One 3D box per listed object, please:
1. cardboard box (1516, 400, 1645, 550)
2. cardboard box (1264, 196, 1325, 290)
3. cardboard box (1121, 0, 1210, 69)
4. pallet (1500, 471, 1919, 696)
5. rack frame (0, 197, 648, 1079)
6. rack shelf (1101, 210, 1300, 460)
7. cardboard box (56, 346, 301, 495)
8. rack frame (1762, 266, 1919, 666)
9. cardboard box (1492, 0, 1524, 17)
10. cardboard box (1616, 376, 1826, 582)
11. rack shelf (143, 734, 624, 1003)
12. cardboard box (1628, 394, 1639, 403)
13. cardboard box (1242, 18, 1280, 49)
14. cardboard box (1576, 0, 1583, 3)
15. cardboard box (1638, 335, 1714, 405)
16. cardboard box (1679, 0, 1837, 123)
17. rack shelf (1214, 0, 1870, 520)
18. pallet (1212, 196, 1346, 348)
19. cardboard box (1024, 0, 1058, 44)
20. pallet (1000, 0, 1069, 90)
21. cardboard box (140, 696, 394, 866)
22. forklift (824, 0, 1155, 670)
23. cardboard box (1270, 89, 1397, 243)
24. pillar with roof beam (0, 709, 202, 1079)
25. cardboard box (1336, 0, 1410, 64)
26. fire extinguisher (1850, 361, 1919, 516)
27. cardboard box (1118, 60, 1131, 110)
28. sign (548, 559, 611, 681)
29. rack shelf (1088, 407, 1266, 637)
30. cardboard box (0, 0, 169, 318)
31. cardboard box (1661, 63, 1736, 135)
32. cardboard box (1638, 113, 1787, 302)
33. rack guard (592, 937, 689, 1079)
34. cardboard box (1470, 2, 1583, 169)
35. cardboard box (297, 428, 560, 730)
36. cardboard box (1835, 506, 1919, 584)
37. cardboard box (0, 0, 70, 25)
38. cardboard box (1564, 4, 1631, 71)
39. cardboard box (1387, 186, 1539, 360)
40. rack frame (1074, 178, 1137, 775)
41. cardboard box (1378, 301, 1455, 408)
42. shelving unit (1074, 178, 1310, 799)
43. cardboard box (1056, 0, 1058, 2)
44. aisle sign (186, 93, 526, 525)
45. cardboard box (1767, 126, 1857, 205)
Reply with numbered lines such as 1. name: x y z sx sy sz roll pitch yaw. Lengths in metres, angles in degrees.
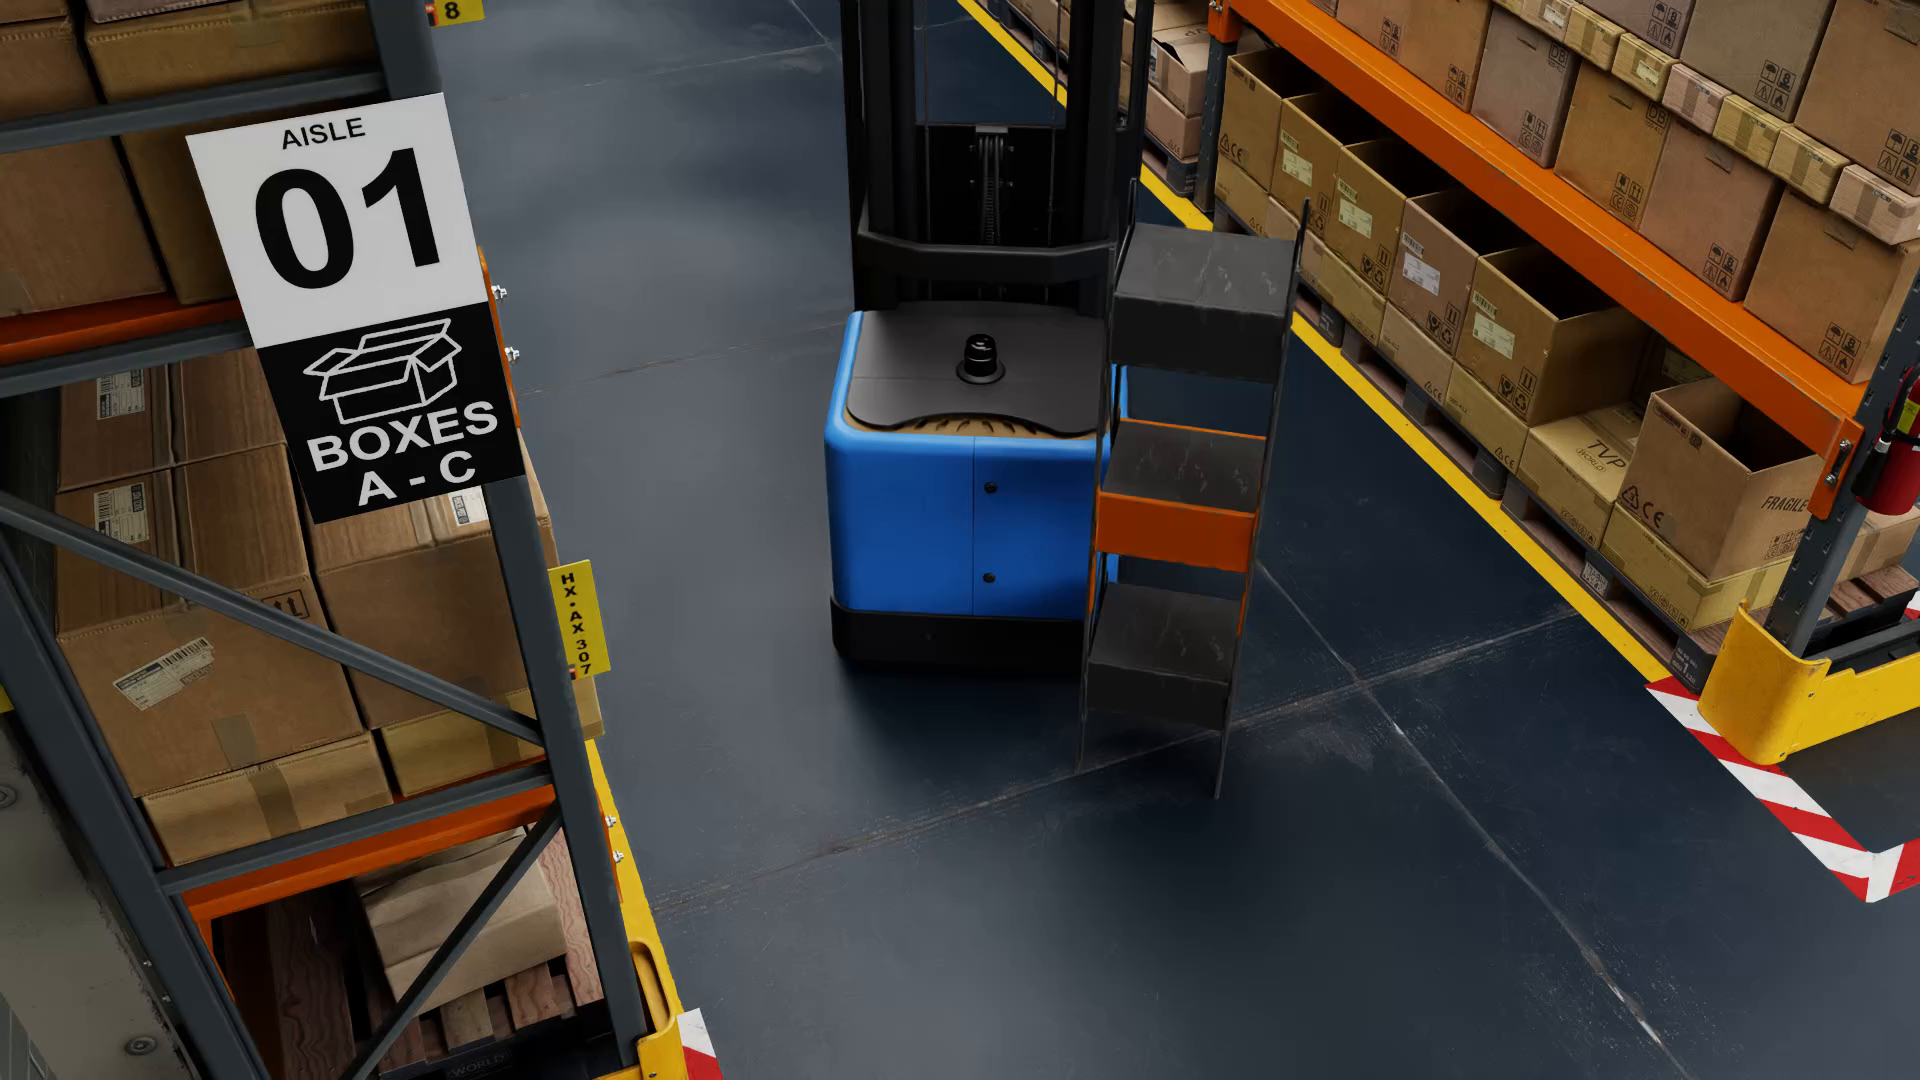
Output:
1. cardboard box: 2.570 -0.262 6.540 0.500 0.250 0.500 -15 43 -17
2. cardboard box: 1.804 -1.466 7.941 0.500 0.250 0.500 -15 43 -17
3. cardboard box: 1.096 -2.820 9.086 0.500 0.311 0.500 -14 43 -16
4. pallet: 2.920 0.010 6.577 1.003 0.211 1.213 -15 43 -17
5. rack frame: -1.324 0.641 3.704 1.000 3.000 0.127 -15 43 -17
6. rack shelf: 0.688 -0.589 4.772 0.480 0.518 0.431 9 41 10
7. cardboard box: -1.885 -0.131 4.126 0.500 0.500 0.500 -15 43 -16
8. rack frame: 3.251 -0.597 5.144 1.000 3.000 0.127 -15 43 -17
9. cardboard box: 2.240 -2.148 6.374 0.380 0.149 0.250 -15 43 -17
10. cardboard box: 2.771 -0.247 5.948 0.500 0.500 0.500 -15 43 -17
11. rack shelf: -2.090 -0.291 5.340 1.077 0.370 4.000 -15 43 -17
12. cardboard box: 2.866 -0.694 7.043 0.500 0.250 0.500 -15 43 -17
13. cardboard box: 1.793 -2.647 8.885 0.500 0.311 0.500 -15 43 -17
14. cardboard box: 2.472 -2.364 6.127 0.700 0.500 0.500 -15 43 -17
15. cardboard box: 3.058 -0.678 6.449 0.500 0.500 0.500 -15 43 -17
16. cardboard box: 2.858 -1.759 5.423 0.700 0.500 0.500 -16 43 -18
17. rack shelf: 2.486 -1.529 6.780 1.077 0.370 4.000 -15 43 -17
18. pallet: 1.986 -1.460 8.286 1.003 0.211 1.213 -15 43 -17
19. cardboard box: 0.713 -3.221 9.982 0.500 0.250 0.500 -14 43 -16
20. pallet: 0.932 -3.120 10.216 1.003 0.211 1.213 -15 43 -17
21. cardboard box: -1.682 0.457 4.018 0.500 0.250 0.500 -15 43 -16
22. forklift: 0.144 -1.582 6.342 1.130 2.935 3.031 2 41 3
23. cardboard box: 1.807 -1.751 7.698 0.500 0.500 0.500 -15 43 -17
24. pillar with roof beam: 1.586 -2.914 3.237 9.100 9.000 0.400 -15 43 -17
25. cardboard box: 2.104 -2.463 7.237 0.700 0.500 0.500 -16 43 -17
26. fire extinguisher: 2.867 -0.381 4.952 0.296 0.674 0.183 -15 43 -17
27. cardboard box: 1.102 -2.606 9.267 0.500 0.250 0.500 -16 43 -18
28. sign: -0.823 0.177 3.580 0.100 0.325 0.005 -15 43 -17
29. rack shelf: 0.688 -0.059 5.229 0.480 0.518 0.431 9 41 10
30. cardboard box: -1.718 -0.730 2.906 0.500 0.500 0.500 -12 42 -14
31. cardboard box: 2.635 -1.527 5.651 0.380 0.149 0.250 -15 43 -16
32. cardboard box: 2.879 -1.235 5.809 0.700 0.500 0.500 -14 43 -16
33. rack guard: -1.353 1.543 4.573 1.175 0.500 0.348 -15 43 -17
34. cardboard box: 2.489 -1.852 6.526 0.700 0.500 0.500 -14 43 -16
35. cardboard box: -1.229 0.043 3.924 0.500 0.500 0.500 -15 43 -17
36. cardboard box: 3.251 -0.093 6.344 0.500 0.250 0.500 -15 43 -17
37. cardboard box: -1.731 -1.116 2.587 0.500 0.500 0.500 -13 42 -15
38. cardboard box: 2.432 -1.843 6.019 0.380 0.149 0.250 -14 43 -16
39. cardboard box: 2.185 -1.147 6.995 0.500 0.500 0.500 -15 43 -17
40. rack frame: 0.450 -0.105 5.262 0.015 2.100 0.400 9 41 10
41. cardboard box: 2.188 -0.864 7.241 0.500 0.250 0.500 -15 43 -17
42. shelving unit: 0.688 -0.069 5.220 0.503 2.100 0.431 9 41 10
43. cardboard box: 0.718 -3.425 9.789 0.500 0.311 0.500 -16 43 -17
44. aisle sign: -1.020 -0.376 2.893 0.394 0.787 0.004 -15 43 -17
45. cardboard box: 2.827 -1.221 5.295 0.380 0.149 0.250 -14 43 -16
